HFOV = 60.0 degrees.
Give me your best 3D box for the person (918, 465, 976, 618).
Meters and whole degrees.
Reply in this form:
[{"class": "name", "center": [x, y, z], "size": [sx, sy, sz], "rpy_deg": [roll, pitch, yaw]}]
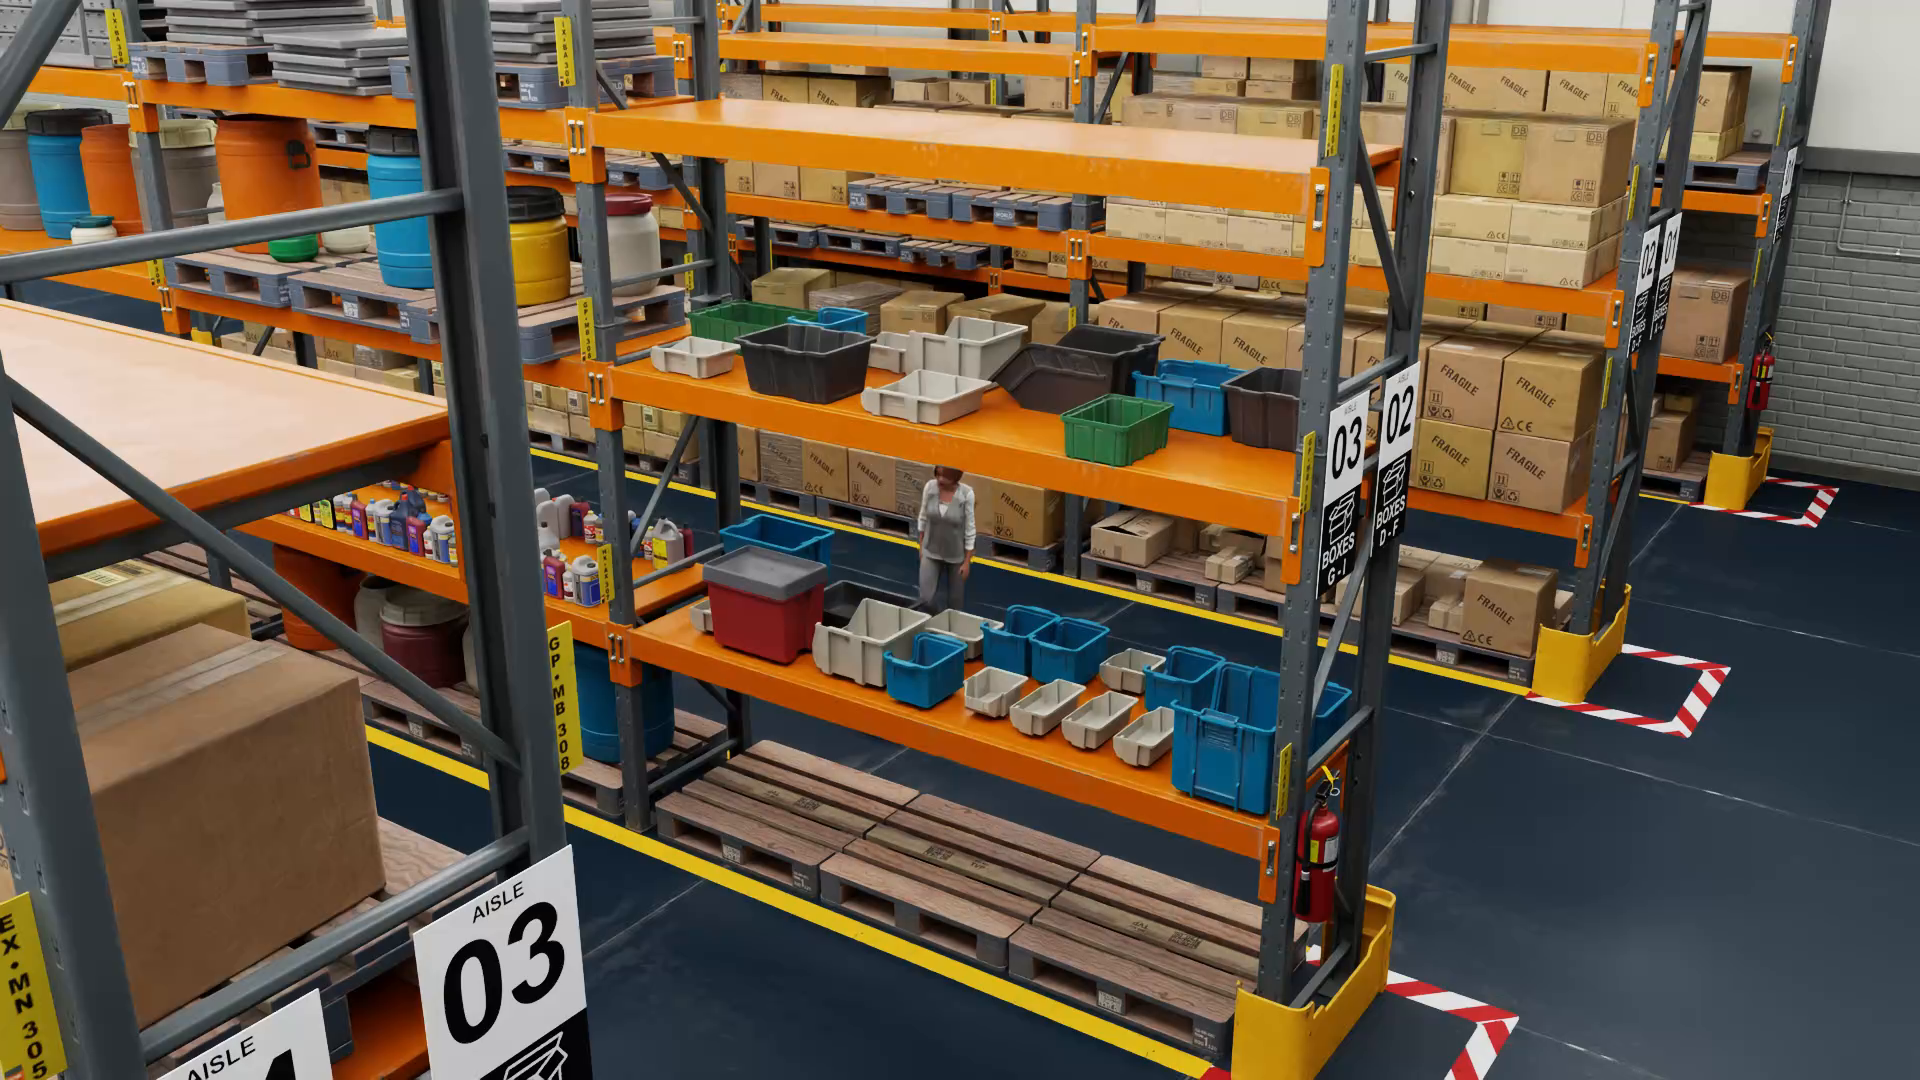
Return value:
[{"class": "person", "center": [-0.089, 0.118, 11.739], "size": [0.423, 1.595, 0.459], "rpy_deg": [2, 20, 6]}]
